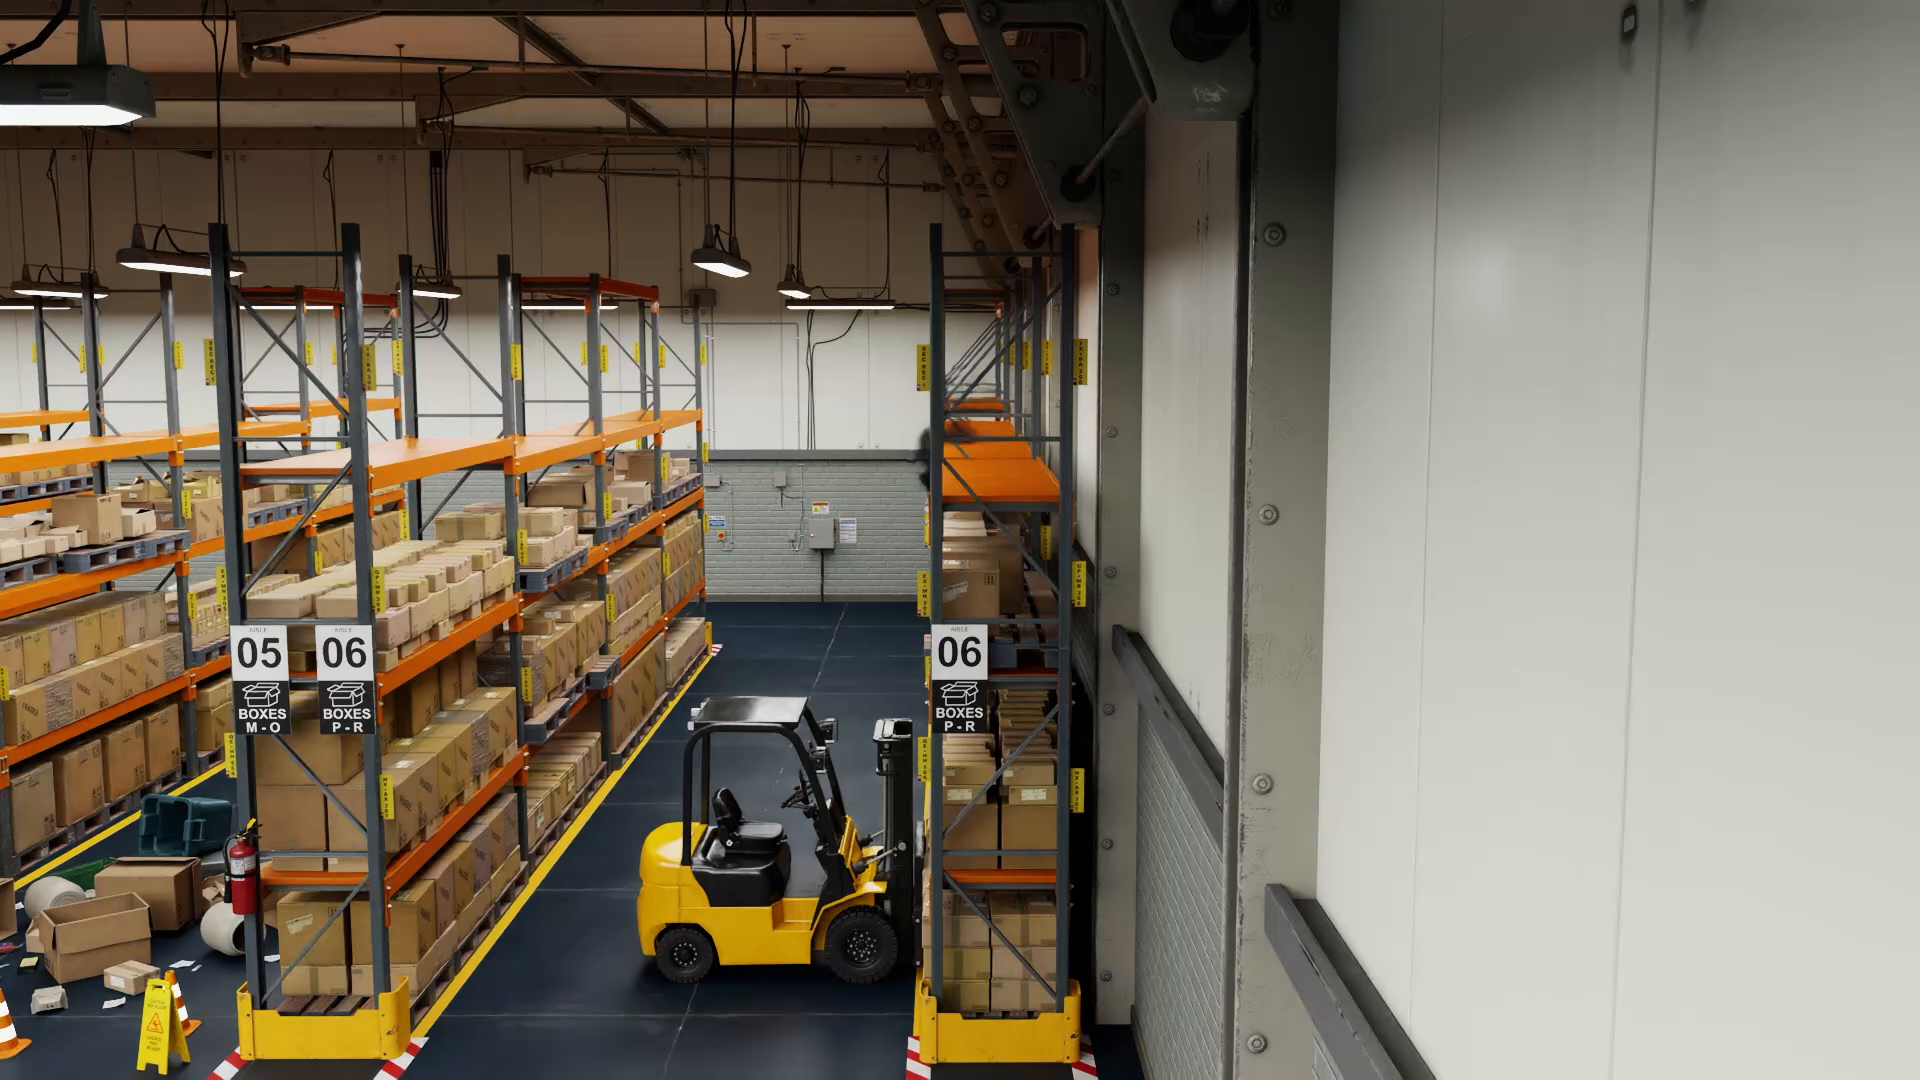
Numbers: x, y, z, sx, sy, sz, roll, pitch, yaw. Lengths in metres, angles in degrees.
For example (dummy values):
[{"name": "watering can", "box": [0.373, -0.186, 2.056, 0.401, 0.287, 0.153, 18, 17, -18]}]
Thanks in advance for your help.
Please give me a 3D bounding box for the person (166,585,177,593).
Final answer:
[{"name": "person", "box": [-11.348, 1.496, 24.294, 0.722, 1.734, 0.717, -1, 7, -5]}]
